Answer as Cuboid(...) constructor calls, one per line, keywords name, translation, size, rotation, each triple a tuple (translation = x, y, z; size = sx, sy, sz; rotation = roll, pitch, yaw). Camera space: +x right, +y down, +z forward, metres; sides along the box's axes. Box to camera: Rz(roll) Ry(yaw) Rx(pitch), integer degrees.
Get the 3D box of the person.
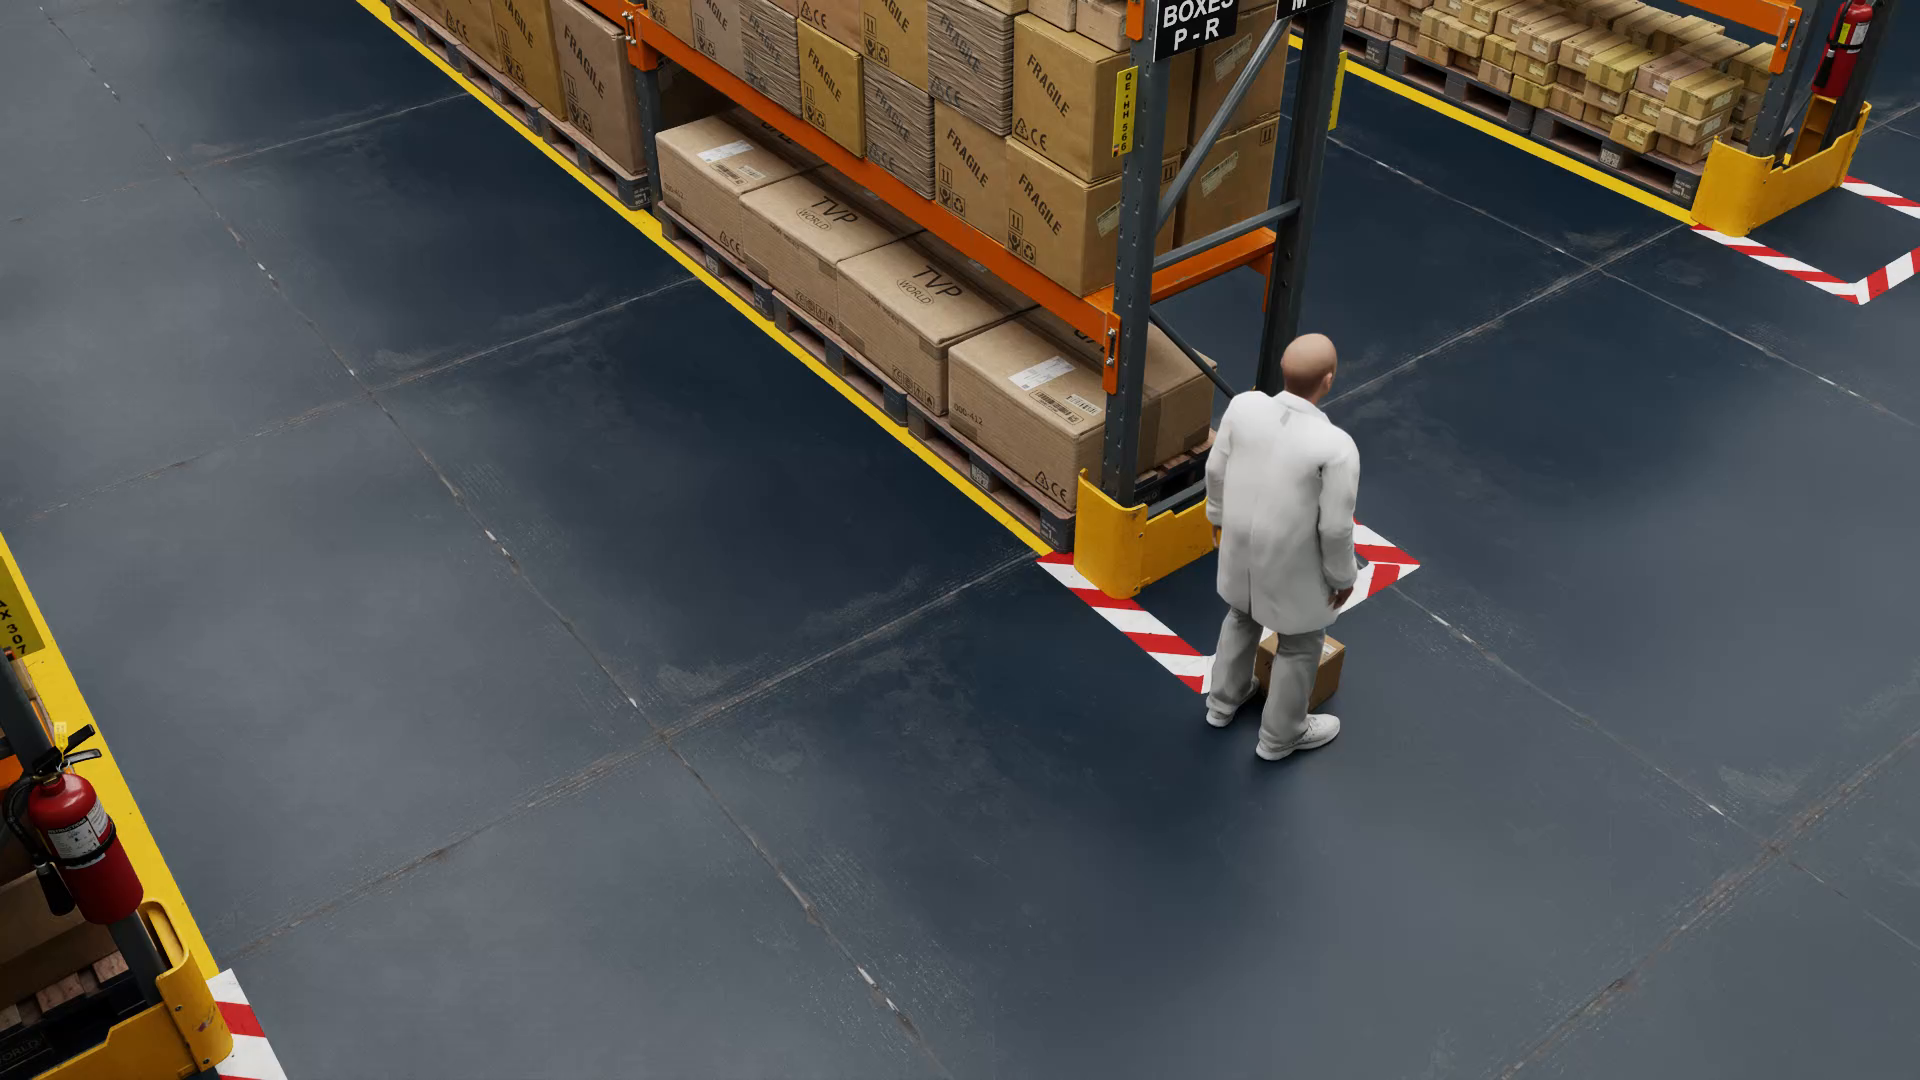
Cuboid(name="person", translation=(1.173, 0.032, 6.130), size=(0.427, 1.773, 0.651), rotation=(-32, 49, -33))
